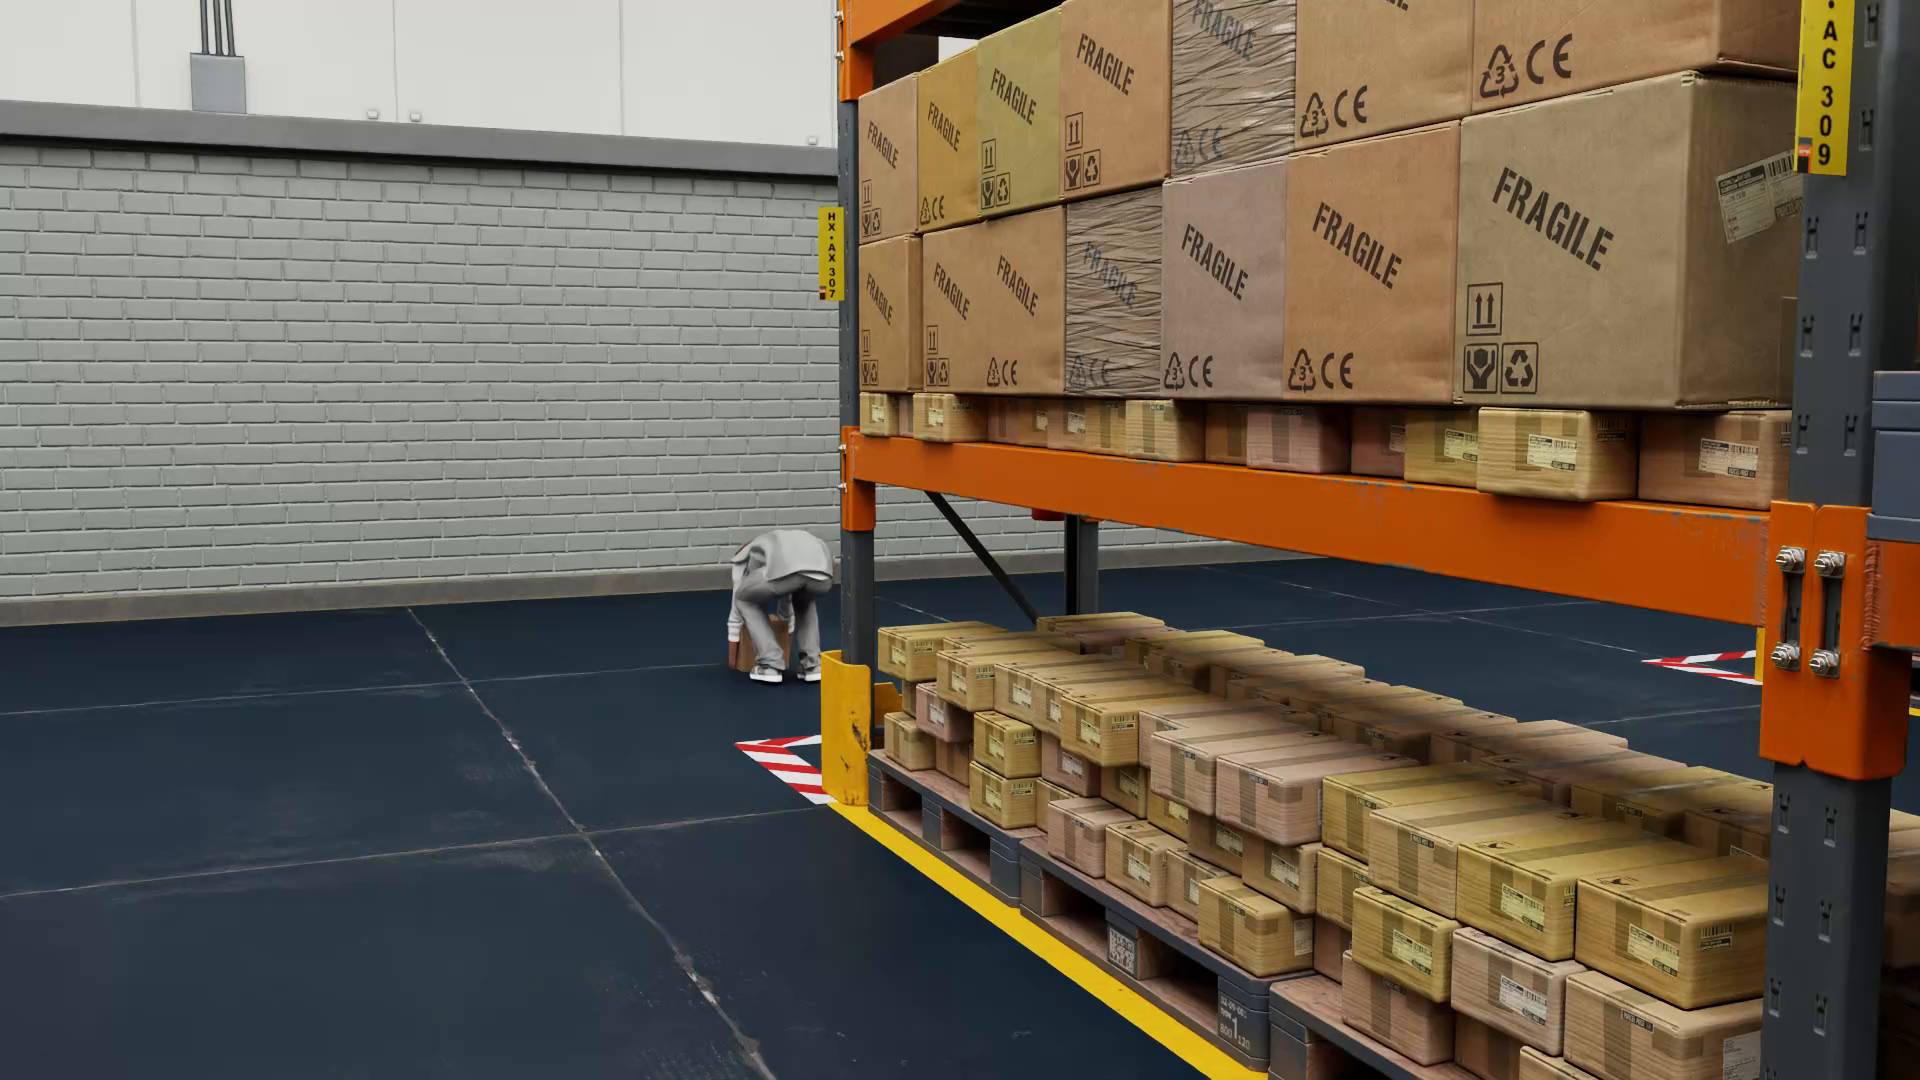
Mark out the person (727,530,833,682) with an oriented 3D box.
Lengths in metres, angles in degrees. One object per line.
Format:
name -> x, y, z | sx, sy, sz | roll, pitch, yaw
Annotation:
person -> -0.914, 0.323, 8.326 | 0.422, 0.779, 0.871 | -3, 6, -26
